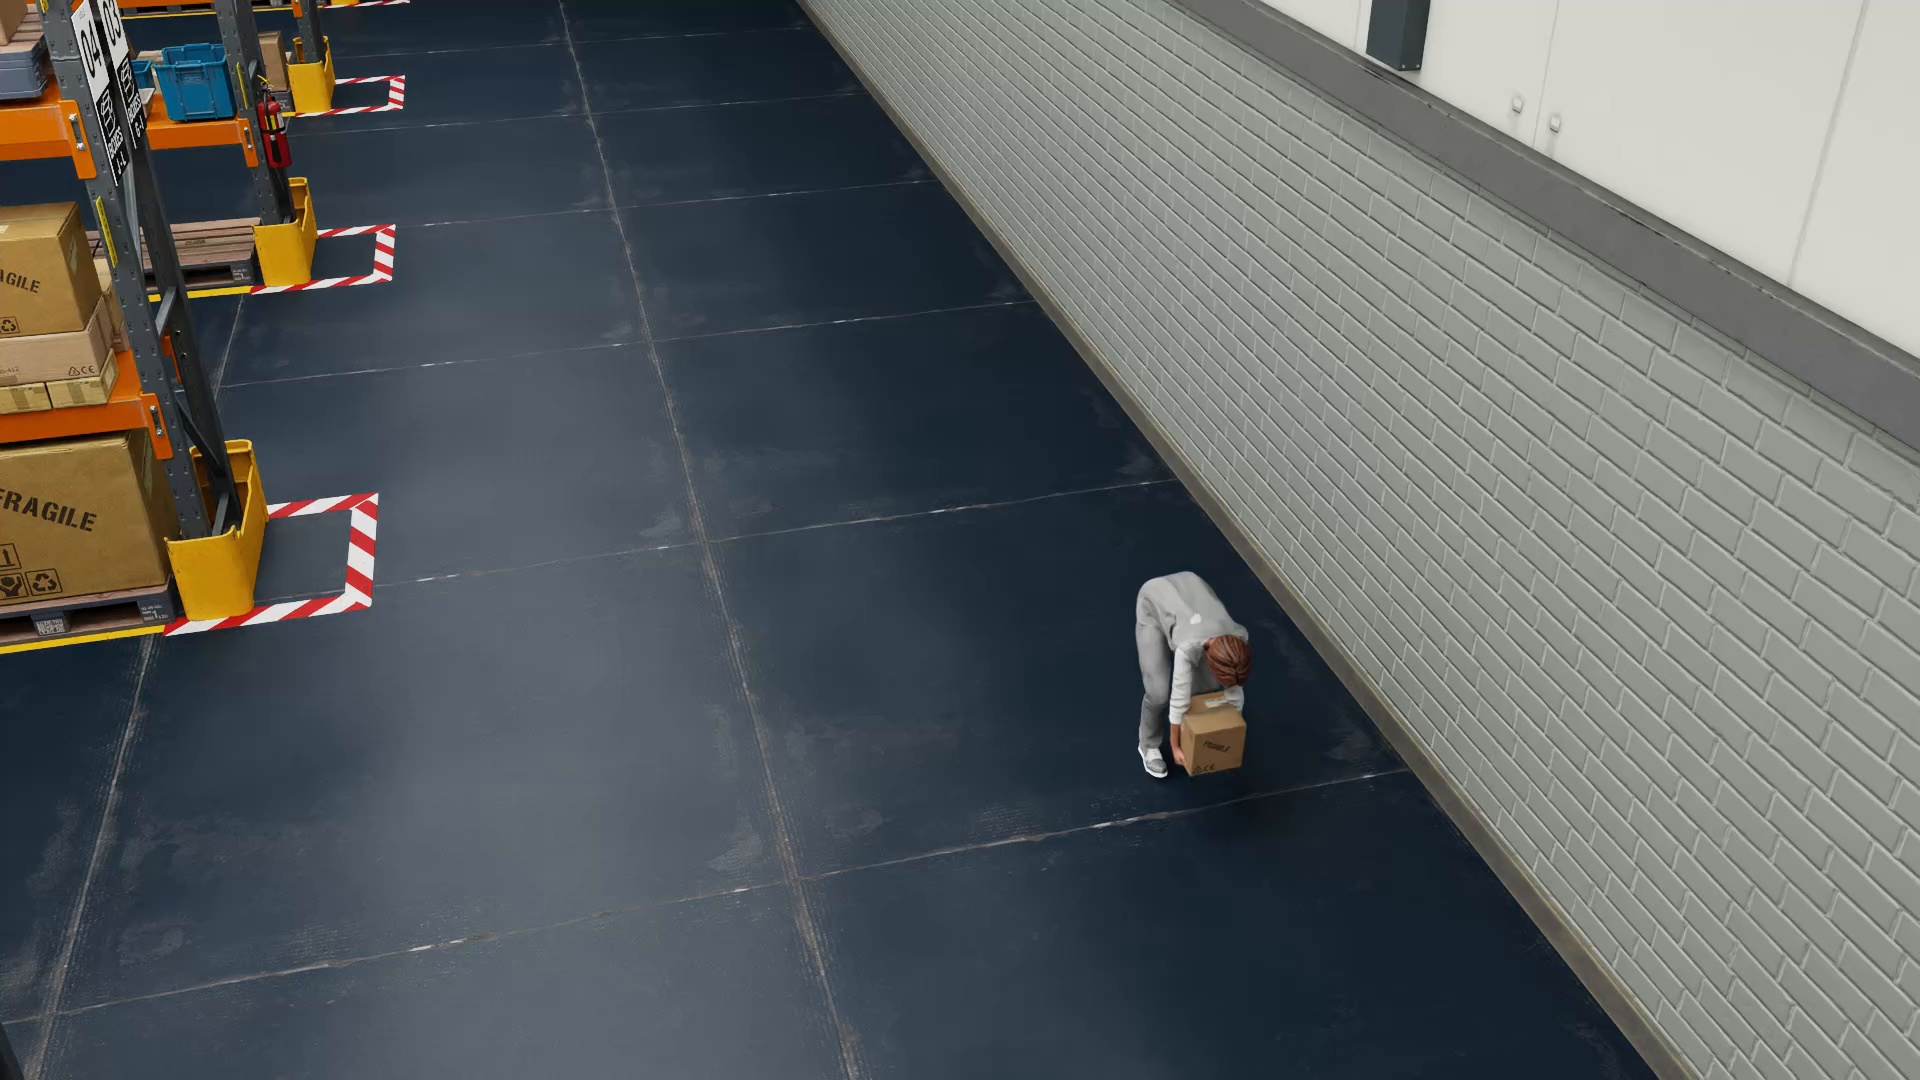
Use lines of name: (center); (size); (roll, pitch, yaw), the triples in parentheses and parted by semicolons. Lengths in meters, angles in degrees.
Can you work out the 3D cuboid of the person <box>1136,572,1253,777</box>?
person: (1.068, 0.706, 7.623); (0.388, 1.012, 0.868); (-9, 32, -15)
